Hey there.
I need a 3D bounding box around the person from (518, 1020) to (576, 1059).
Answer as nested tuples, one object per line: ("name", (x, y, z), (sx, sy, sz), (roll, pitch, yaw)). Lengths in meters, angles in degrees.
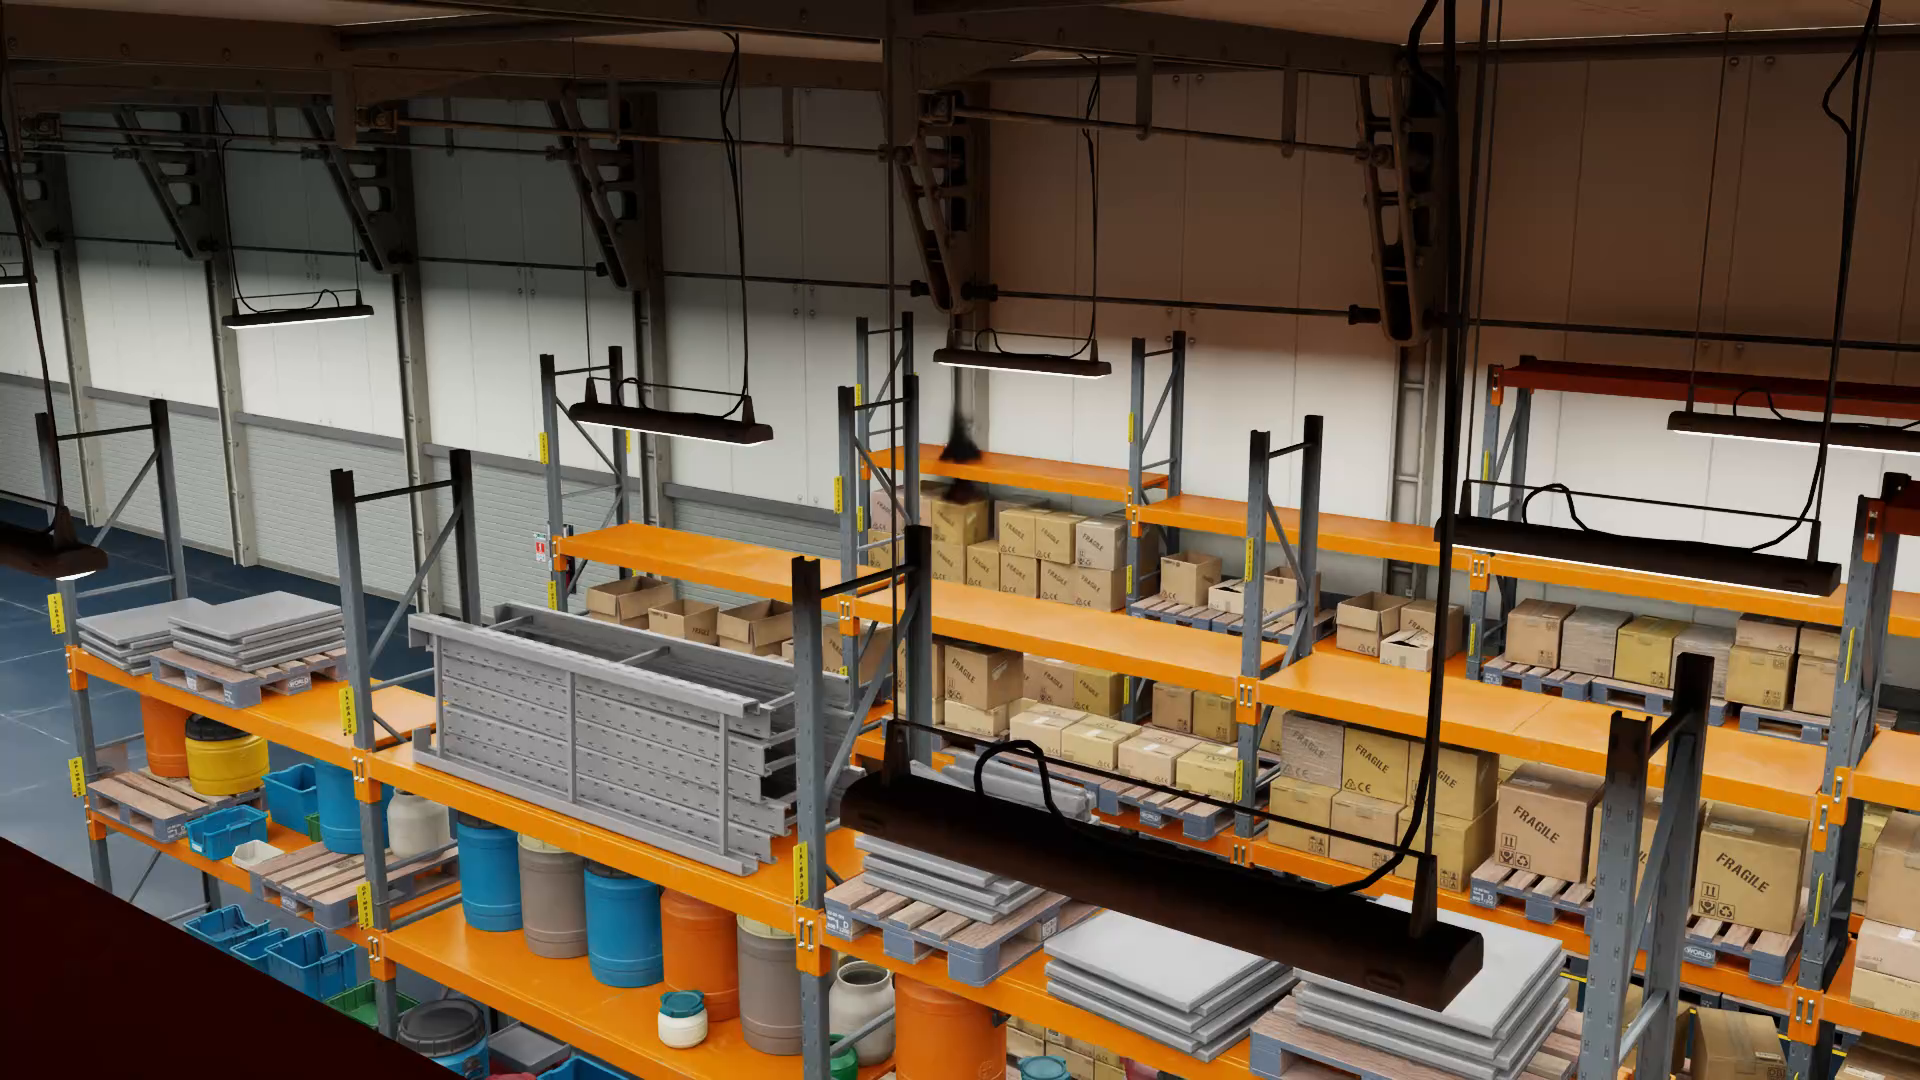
("person", (-3.421, 4.064, 13.998), (0.572, 1.700, 0.685), (12, 17, 41))
